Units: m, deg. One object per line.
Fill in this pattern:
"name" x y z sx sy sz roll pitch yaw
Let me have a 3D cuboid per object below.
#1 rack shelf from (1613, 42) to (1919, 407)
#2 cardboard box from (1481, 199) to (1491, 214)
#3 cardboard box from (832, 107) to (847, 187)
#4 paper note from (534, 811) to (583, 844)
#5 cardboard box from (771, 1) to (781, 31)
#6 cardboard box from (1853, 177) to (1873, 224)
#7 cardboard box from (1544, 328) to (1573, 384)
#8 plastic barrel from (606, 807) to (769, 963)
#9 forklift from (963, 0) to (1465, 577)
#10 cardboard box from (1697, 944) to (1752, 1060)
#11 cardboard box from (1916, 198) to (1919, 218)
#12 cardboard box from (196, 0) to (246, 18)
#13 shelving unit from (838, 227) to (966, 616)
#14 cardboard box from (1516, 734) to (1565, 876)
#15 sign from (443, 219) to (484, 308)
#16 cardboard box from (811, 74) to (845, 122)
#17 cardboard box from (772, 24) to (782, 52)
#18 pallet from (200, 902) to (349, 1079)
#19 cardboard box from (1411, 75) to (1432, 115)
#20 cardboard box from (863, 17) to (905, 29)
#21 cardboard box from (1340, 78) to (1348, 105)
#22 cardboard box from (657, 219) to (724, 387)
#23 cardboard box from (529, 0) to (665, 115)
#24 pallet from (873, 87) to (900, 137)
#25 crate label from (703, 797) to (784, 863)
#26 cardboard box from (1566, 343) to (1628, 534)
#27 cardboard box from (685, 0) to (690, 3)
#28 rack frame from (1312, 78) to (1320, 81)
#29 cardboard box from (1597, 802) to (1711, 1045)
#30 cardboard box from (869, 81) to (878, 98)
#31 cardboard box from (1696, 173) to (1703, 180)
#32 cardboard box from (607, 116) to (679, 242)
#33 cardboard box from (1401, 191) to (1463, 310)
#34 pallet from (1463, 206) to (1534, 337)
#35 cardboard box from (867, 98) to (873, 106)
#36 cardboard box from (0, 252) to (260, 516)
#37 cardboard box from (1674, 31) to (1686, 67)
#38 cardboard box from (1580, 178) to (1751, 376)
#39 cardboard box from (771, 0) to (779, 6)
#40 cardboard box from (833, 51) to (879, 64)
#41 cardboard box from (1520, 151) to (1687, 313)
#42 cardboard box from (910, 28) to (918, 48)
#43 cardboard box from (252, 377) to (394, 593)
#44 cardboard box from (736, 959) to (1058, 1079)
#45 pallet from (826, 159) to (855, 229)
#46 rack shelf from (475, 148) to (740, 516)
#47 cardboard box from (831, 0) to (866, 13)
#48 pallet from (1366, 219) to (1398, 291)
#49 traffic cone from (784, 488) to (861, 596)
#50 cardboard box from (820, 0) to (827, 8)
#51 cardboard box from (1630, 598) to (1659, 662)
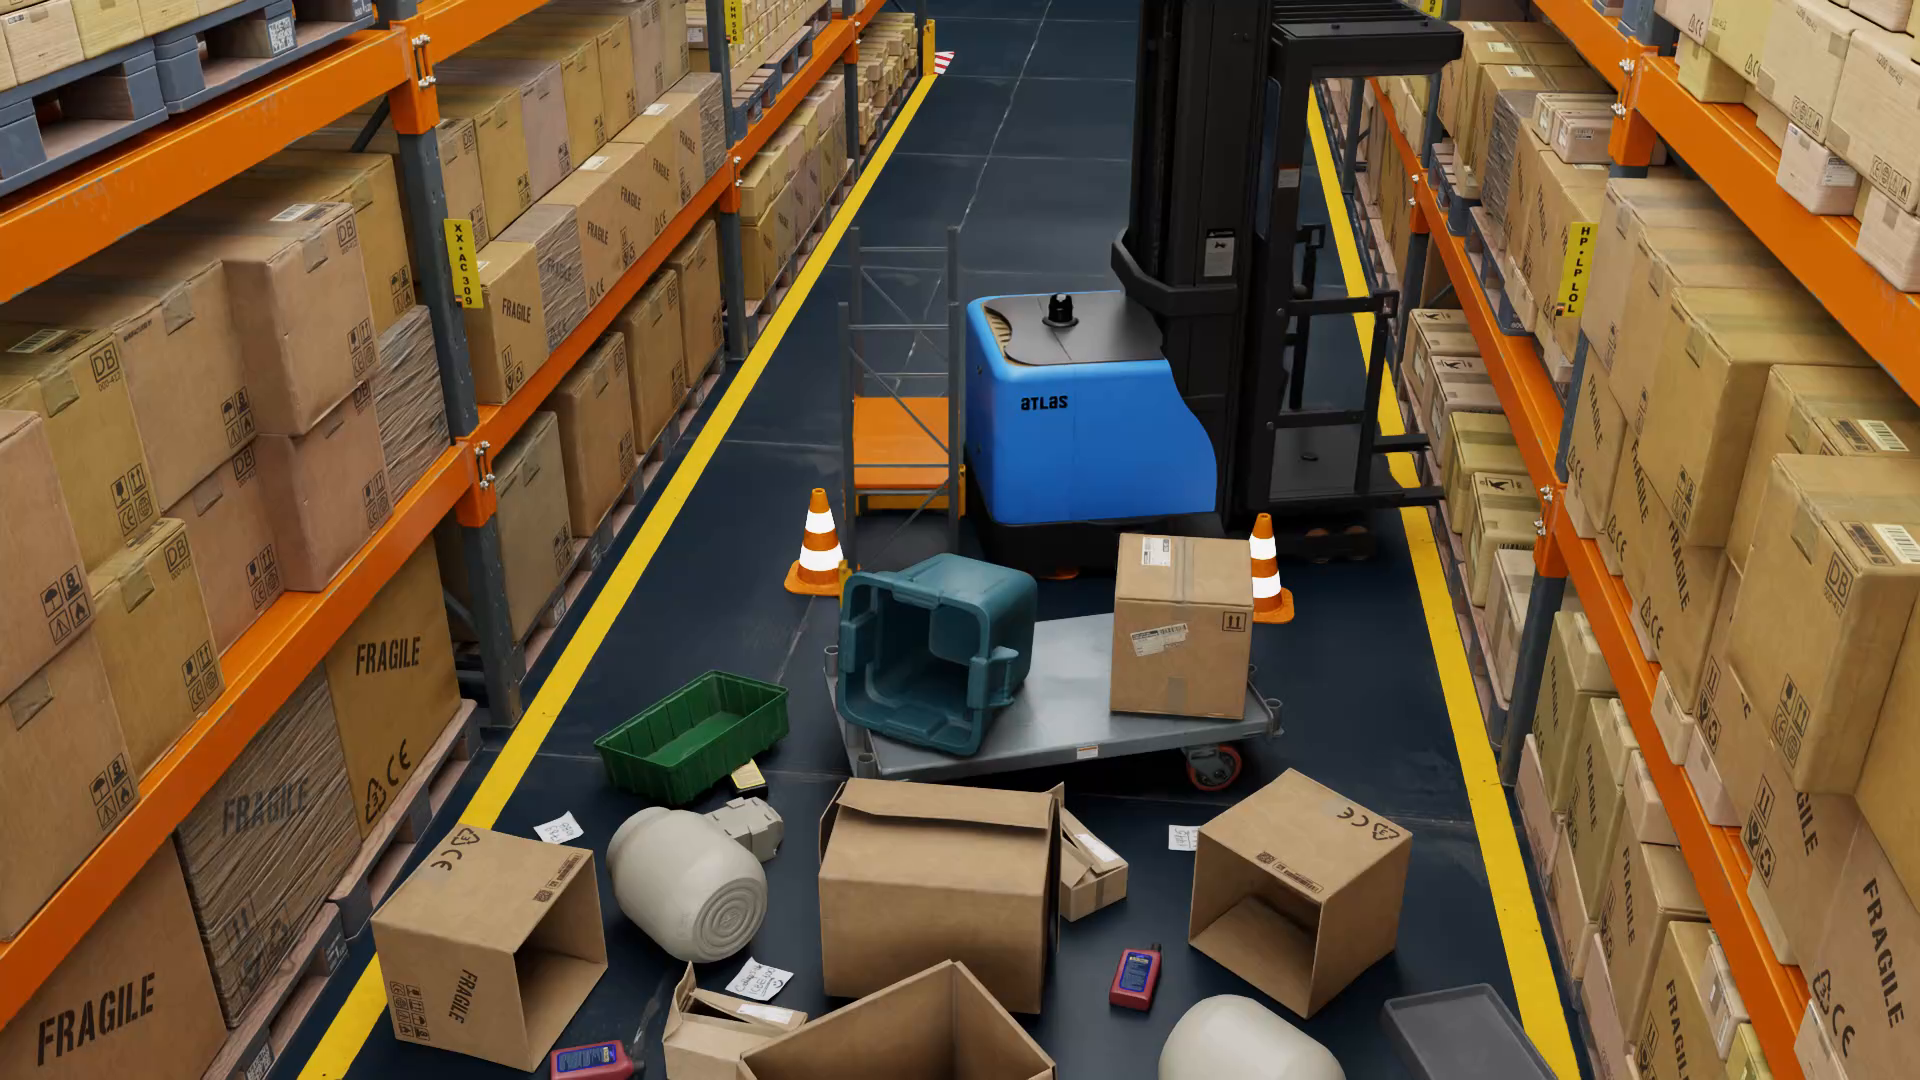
"rack shelf" 2.364 -0.419 3.461 1.077 0.370 4.000 3 28 6
"cardboard box" 2.722 -1.668 8.005 0.380 0.149 0.250 5 29 9
"cardboard box" -1.176 -3.084 13.004 0.500 0.500 0.500 3 28 5
"paper note" -1.499 1.079 6.214 0.147 0.020 0.142 -17 33 -29
"cardboard box" -1.411 -3.507 11.105 0.380 0.149 0.250 3 28 6
"cardboard box" 2.138 -0.707 3.502 0.380 0.149 0.250 4 29 7
"cardboard box" 2.399 -0.689 6.188 0.380 0.149 0.250 4 29 7
"plastic barrel" -0.932 1.161 5.649 0.421 0.421 0.512 -24 36 -37
"forklift" 1.577 -1.422 7.799 3.031 2.935 1.130 -4 29 -7
"cardboard box" 2.005 1.125 3.980 0.380 0.149 0.250 5 29 8
"cardboard box" 2.036 -0.597 2.877 0.500 0.250 0.500 4 29 8
"cardboard box" -2.135 -1.485 4.397 0.380 0.149 0.250 3 29 6
"shelving unit" -0.261 -0.567 7.722 0.587 1.500 1.083 0 28 0
"cardboard box" 2.269 0.931 5.815 0.500 0.250 0.500 2 28 4
"sign" -1.765 -0.981 5.912 0.100 0.325 0.005 3 28 6
"cardboard box" -1.176 -3.412 12.822 0.500 0.250 0.500 3 28 5
"cardboard box" -1.410 -3.377 11.177 0.380 0.149 0.250 4 29 7
"pallet" -2.633 1.560 5.131 1.003 0.211 1.213 3 28 6
"cardboard box" 2.907 -2.636 9.612 0.500 0.250 0.500 3 28 6
"cardboard box" -0.746 -5.058 16.412 0.380 0.149 0.250 4 29 7
"cardboard box" 3.994 -4.314 15.354 0.875 0.438 0.875 4 29 8
"cardboard box" -1.989 -1.392 9.601 1.050 0.750 0.750 3 28 6
"cardboard box" -1.951 -2.515 8.596 0.700 0.500 0.500 3 28 5
"pallet" -1.141 -4.029 15.506 1.003 0.211 1.213 3 28 6
"crate label" -0.807 1.072 6.117 0.298 0.136 0.250 -17 33 -29
"cardboard box" 2.279 -0.341 5.300 0.500 0.500 0.500 3 28 6
"cardboard box" -2.030 -3.672 11.413 0.380 0.149 0.250 3 28 5
"rack frame" 4.080 -6.005 16.234 1.000 3.000 0.127 3 28 6
"cardboard box" 2.150 1.098 4.715 0.500 0.500 0.500 5 29 9
"cardboard box" -0.944 -4.071 14.894 0.380 0.149 0.250 5 29 9
"cardboard box" 3.012 -1.156 6.372 0.500 0.500 0.500 3 29 6
"cardboard box" -1.738 -1.826 8.371 0.500 0.500 0.500 3 28 5
"cardboard box" 3.267 -1.809 10.243 0.875 0.875 0.875 3 28 6
"pallet" 2.898 -1.221 7.555 1.003 0.211 1.213 3 28 6
"cardboard box" -0.979 -3.812 14.727 0.380 0.149 0.250 3 28 5
"cardboard box" -2.550 -0.454 4.634 0.875 0.550 0.550 3 28 6
"cardboard box" 2.325 -1.433 4.849 0.380 0.149 0.250 3 28 5
"cardboard box" 2.340 -0.777 5.057 0.700 0.500 0.500 3 28 6
"cardboard box" -1.417 -3.641 11.040 0.380 0.149 0.250 4 29 8
"cardboard box" -0.940 -4.324 15.050 0.380 0.149 0.250 2 28 4
"cardboard box" 2.498 -1.181 6.417 0.500 0.500 0.500 4 29 6
"cardboard box" -0.627 -5.041 16.694 0.380 0.149 0.250 3 28 5
"cardboard box" -2.394 -0.228 5.352 0.875 0.550 0.550 3 28 6
"cardboard box" -0.178 1.651 4.654 0.797 0.503 0.637 -17 33 -29
"pallet" -1.429 -2.768 13.166 1.003 0.211 1.213 3 28 6
"rack shelf" -2.071 -1.221 8.113 1.077 0.370 4.000 3 28 6
"cardboard box" -0.976 -4.366 13.456 0.380 0.149 0.250 4 29 8
"pallet" 3.423 -1.951 11.649 1.003 0.211 1.213 3 28 6
"traffic cone" -0.653 -0.023 7.805 0.336 0.463 0.334 3 28 6
"cardboard box" -1.219 -4.116 12.549 0.380 0.149 0.250 4 29 6
"cardboard box" 2.206 0.247 4.894 0.380 0.149 0.250 4 29 8
